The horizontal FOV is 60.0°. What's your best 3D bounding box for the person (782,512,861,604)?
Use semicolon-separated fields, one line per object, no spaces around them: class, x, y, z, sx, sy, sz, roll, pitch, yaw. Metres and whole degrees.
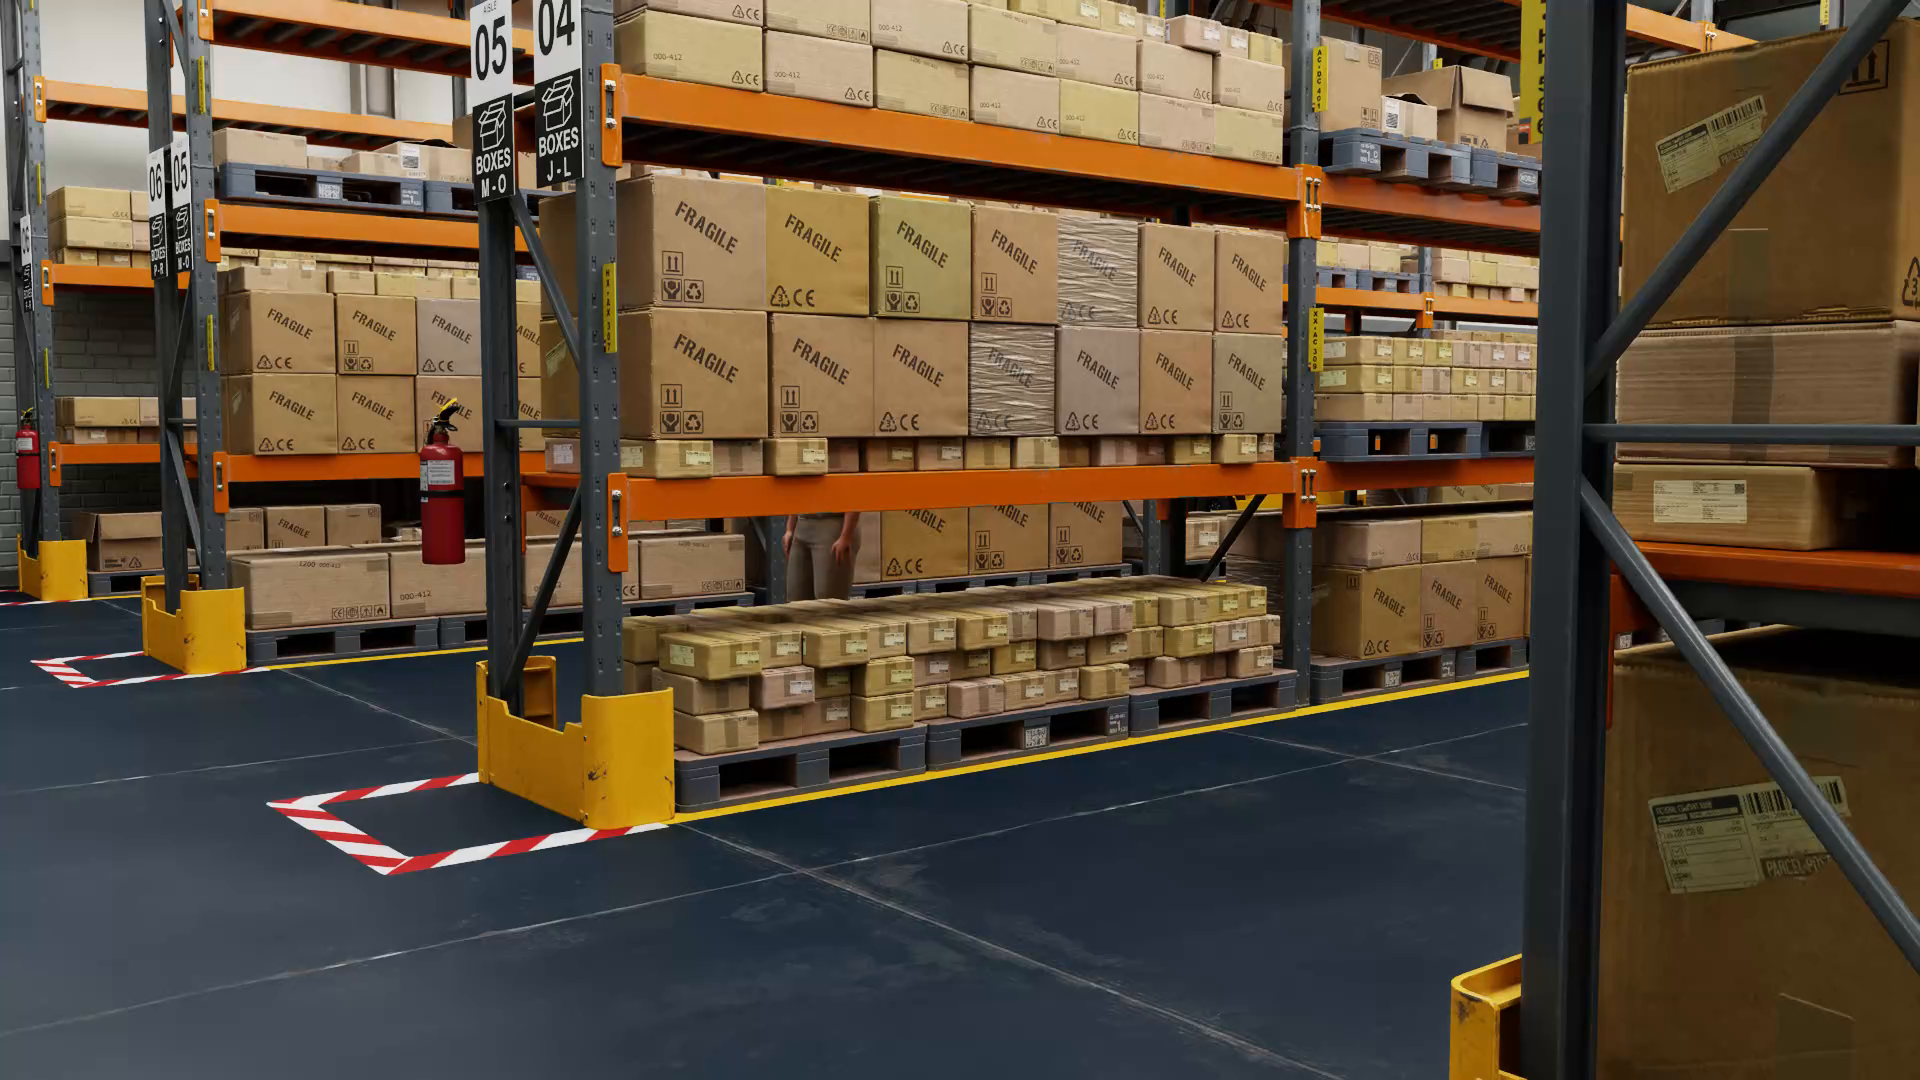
person;-0.772;-0.010;9.208;0.393;1.726;0.589;-4;6;-40
